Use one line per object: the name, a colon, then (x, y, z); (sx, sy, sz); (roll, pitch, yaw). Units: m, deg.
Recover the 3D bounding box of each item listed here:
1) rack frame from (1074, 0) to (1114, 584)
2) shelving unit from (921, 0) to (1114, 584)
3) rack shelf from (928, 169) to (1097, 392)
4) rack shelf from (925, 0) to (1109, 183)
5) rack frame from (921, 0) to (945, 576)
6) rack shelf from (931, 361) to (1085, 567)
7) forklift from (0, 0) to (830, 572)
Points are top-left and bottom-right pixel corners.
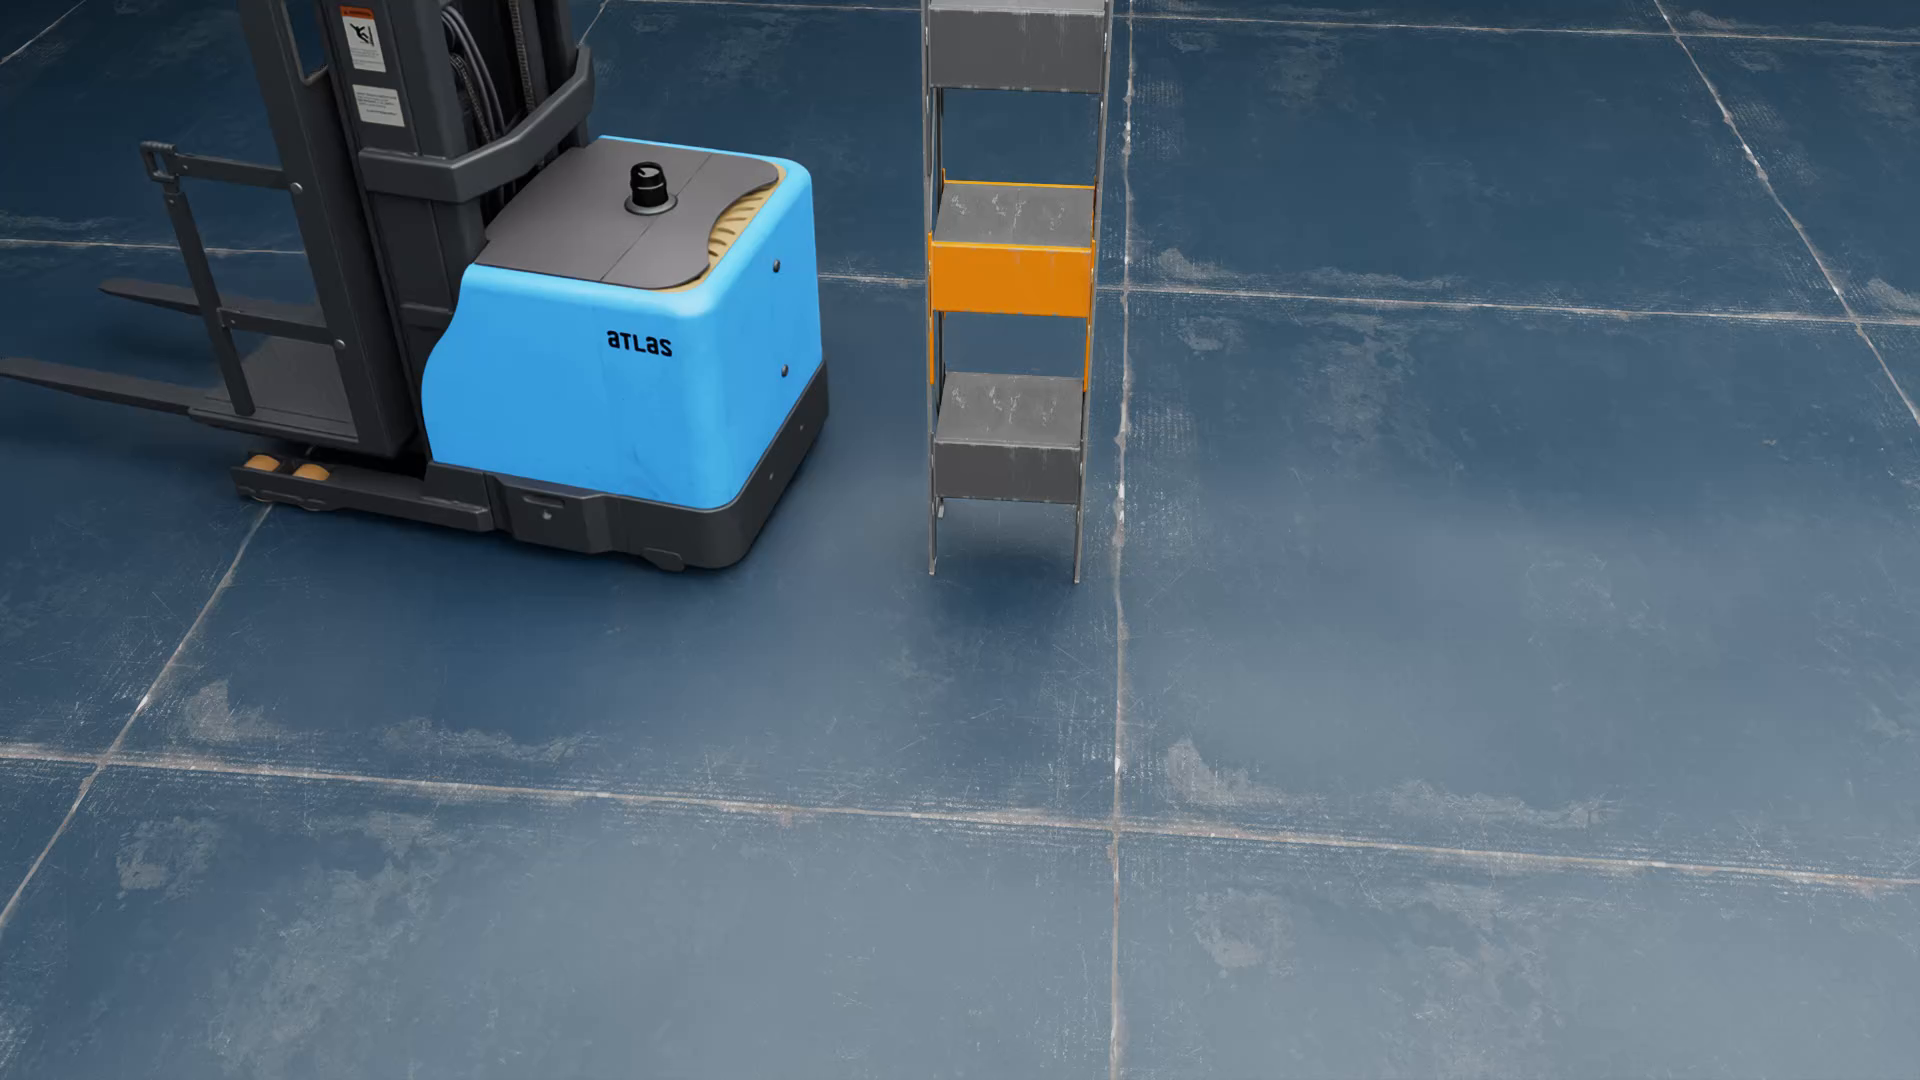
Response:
rack frame: (0.408, -0.792, 5.060); (0.015, 2.100, 0.400); (3, 39, 4)
shelving unit: (0.165, -0.805, 5.076); (0.503, 2.100, 0.431); (3, 39, 4)
rack shelf: (0.165, -0.795, 5.085); (0.480, 0.518, 0.431); (3, 39, 4)
rack shelf: (0.165, -1.338, 4.643); (0.480, 0.518, 0.431); (3, 39, 4)
rack frame: (-0.078, -0.819, 5.092); (0.015, 2.100, 0.400); (3, 39, 4)
rack shelf: (0.165, -0.252, 5.527); (0.480, 0.518, 0.431); (3, 39, 4)
forklift: (-2.064, -1.548, 5.330); (3.031, 2.935, 1.130); (10, 40, 12)
